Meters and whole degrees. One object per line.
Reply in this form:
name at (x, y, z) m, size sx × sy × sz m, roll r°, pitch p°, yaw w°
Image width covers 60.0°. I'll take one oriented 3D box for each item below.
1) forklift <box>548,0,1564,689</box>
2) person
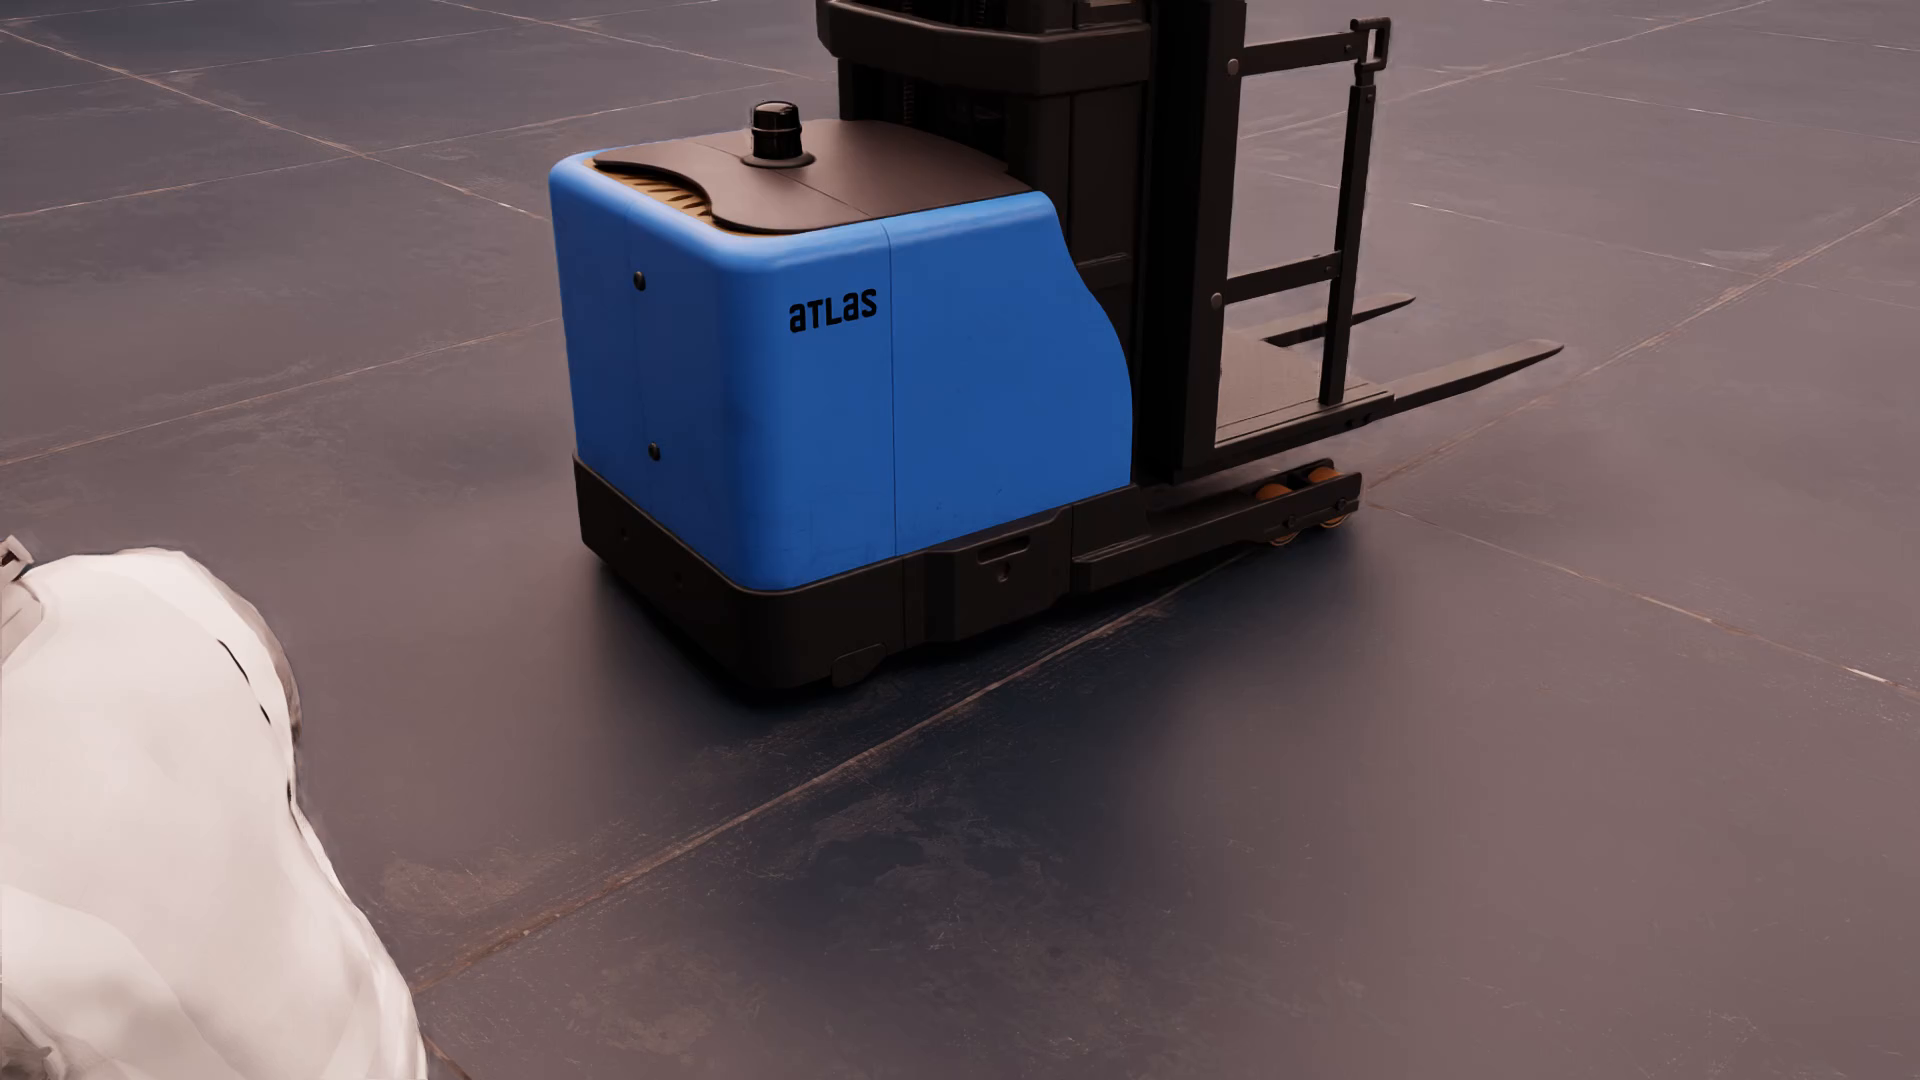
forklift at (0.497, -1.472, 4.216) m, size 3.031 × 2.935 × 1.130 m, roll -17°, pitch 31°, yaw -31°
person at (-0.795, 0.615, 1.415) m, size 0.635 × 1.716 × 0.762 m, roll -3°, pitch 26°, yaw -6°
